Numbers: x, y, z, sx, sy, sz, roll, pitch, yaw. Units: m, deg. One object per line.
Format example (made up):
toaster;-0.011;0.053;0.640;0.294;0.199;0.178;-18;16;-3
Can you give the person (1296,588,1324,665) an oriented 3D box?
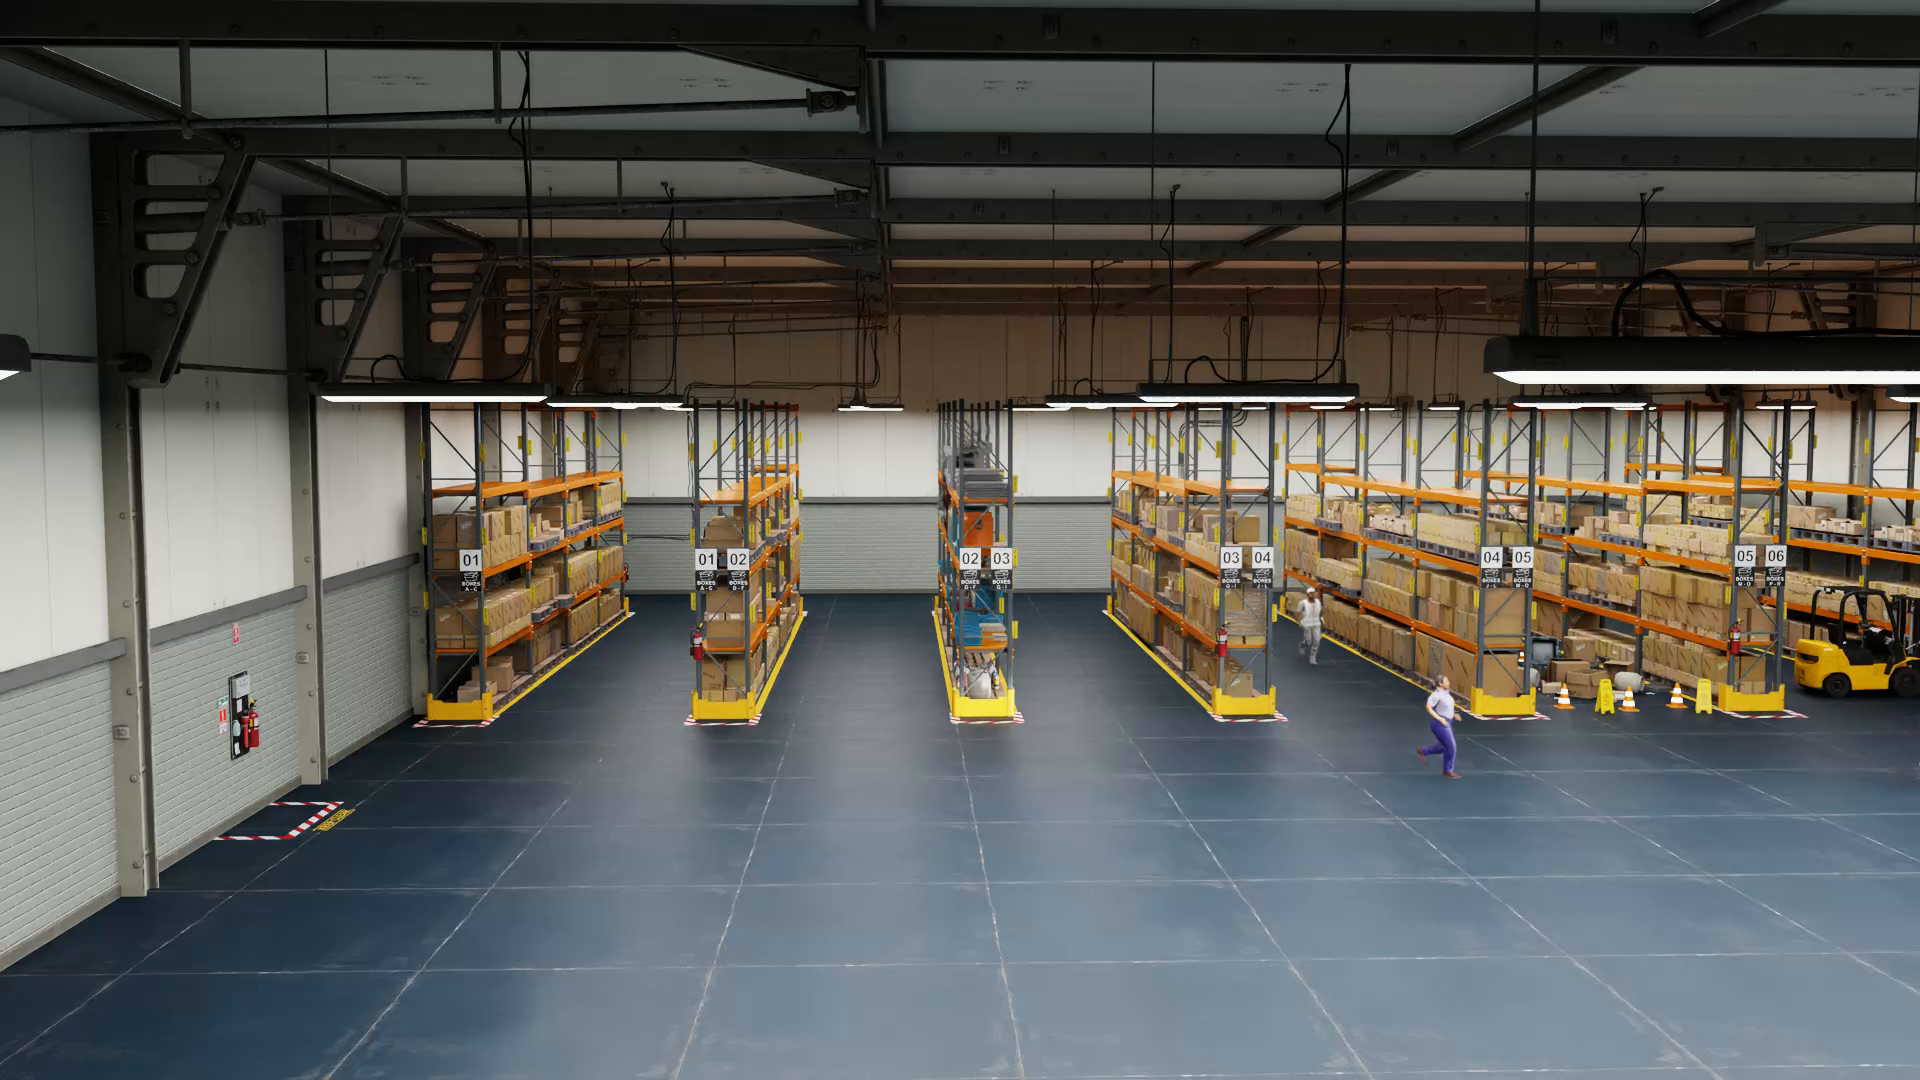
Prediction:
person;8.067;1.963;38.223;0.693;1.744;0.716;-1;4;-10

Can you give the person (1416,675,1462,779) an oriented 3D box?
person;7.570;2.942;26.294;0.745;1.618;0.607;3;5;30
